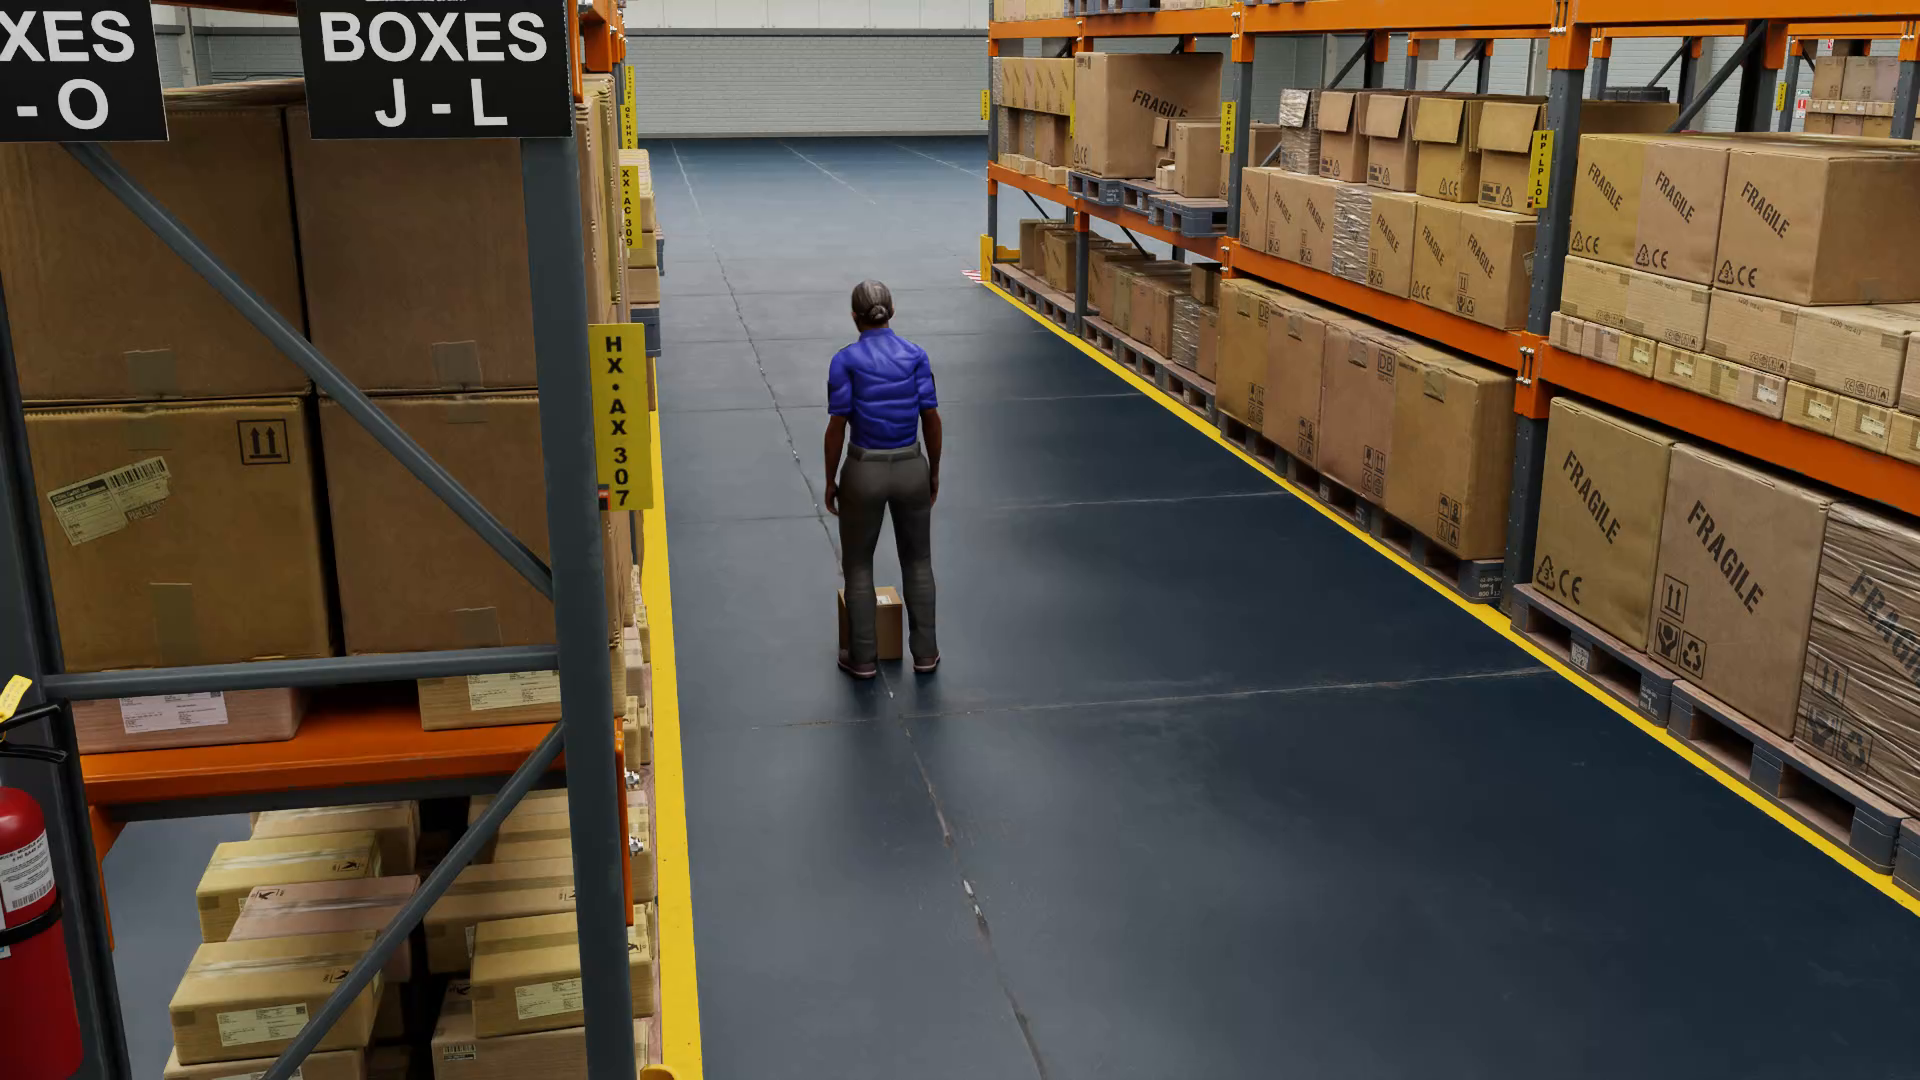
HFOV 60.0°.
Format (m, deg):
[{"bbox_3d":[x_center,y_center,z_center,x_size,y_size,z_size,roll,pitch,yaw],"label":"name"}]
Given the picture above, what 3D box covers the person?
[{"bbox_3d":[-0.312,-0.243,6.869,0.512,1.654,0.346,-5,17,-15],"label":"person"}]
